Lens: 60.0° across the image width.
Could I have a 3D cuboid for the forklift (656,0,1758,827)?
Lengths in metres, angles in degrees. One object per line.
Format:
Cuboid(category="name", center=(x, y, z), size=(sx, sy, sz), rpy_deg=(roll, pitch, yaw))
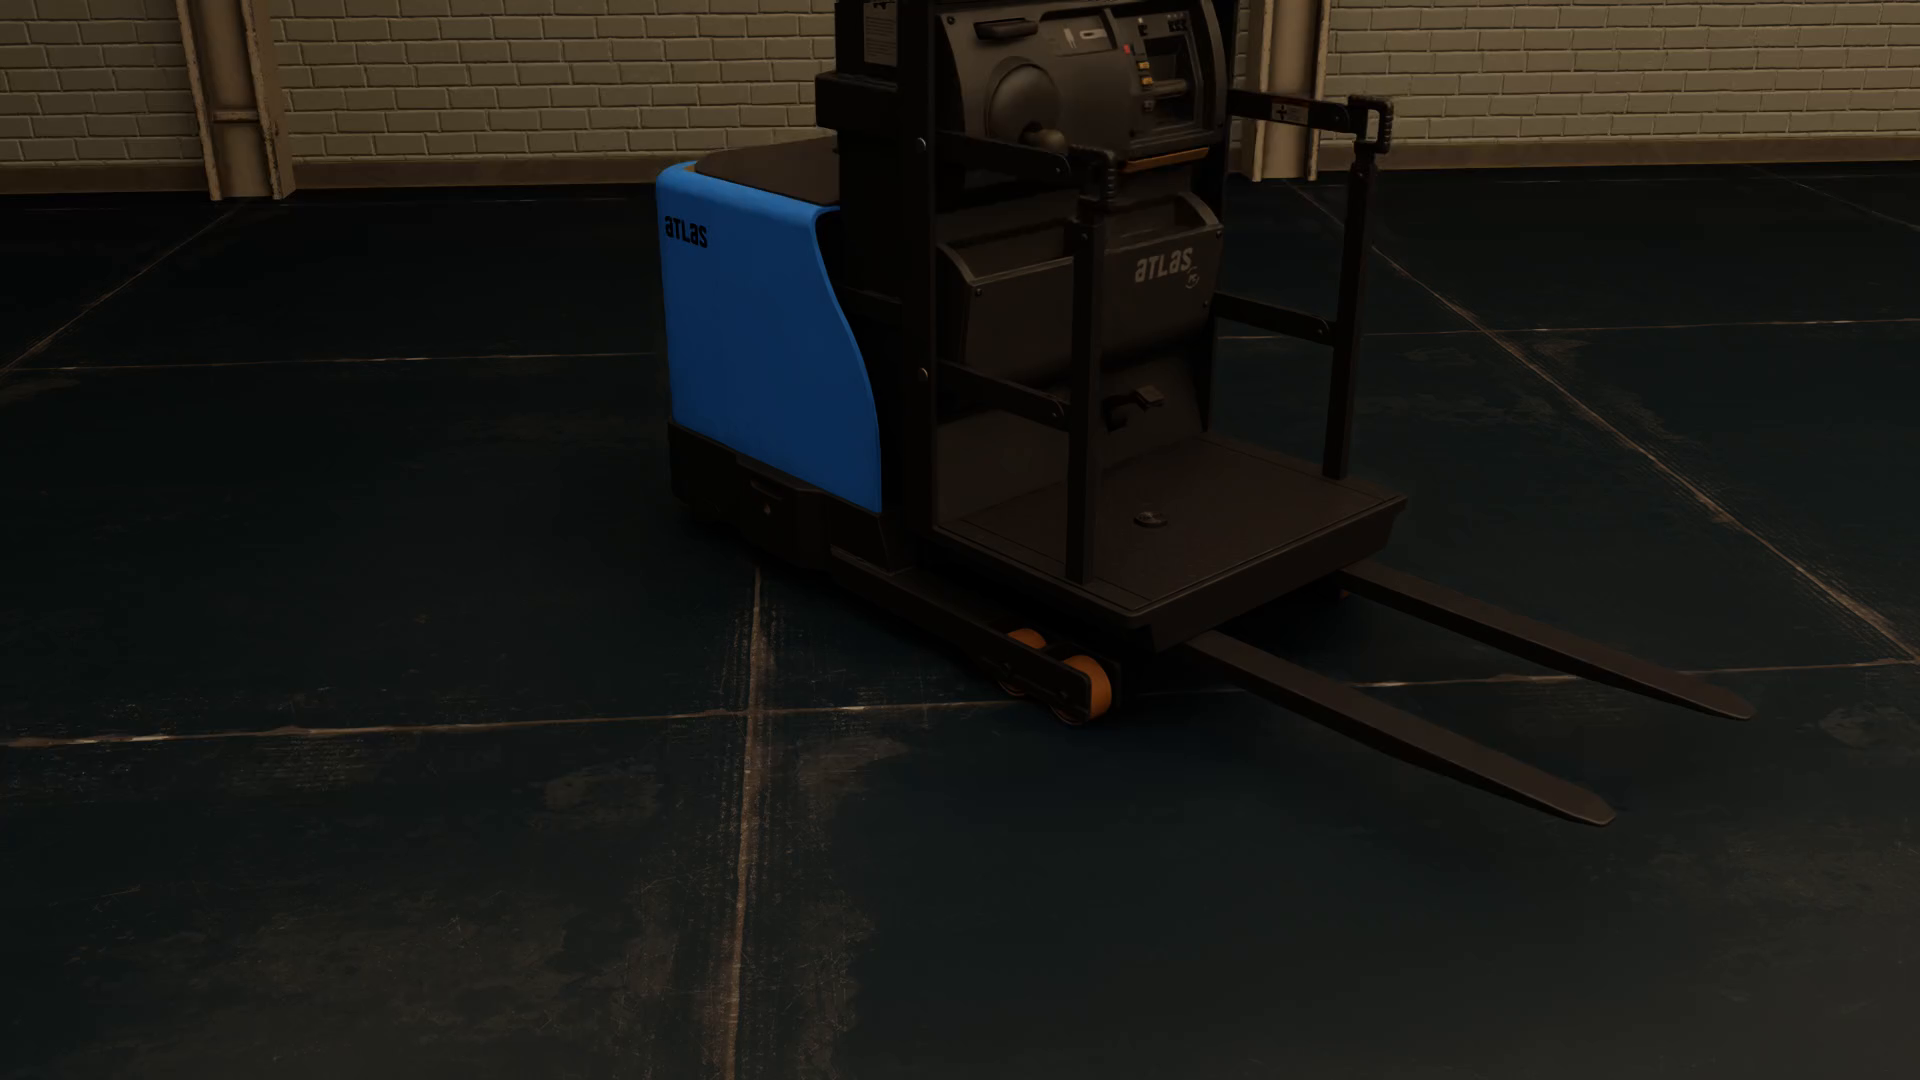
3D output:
Cuboid(category="forklift", center=(0.466, -1.130, 3.925), size=(1.130, 2.935, 3.031), rpy_deg=(-20, 30, -38))
